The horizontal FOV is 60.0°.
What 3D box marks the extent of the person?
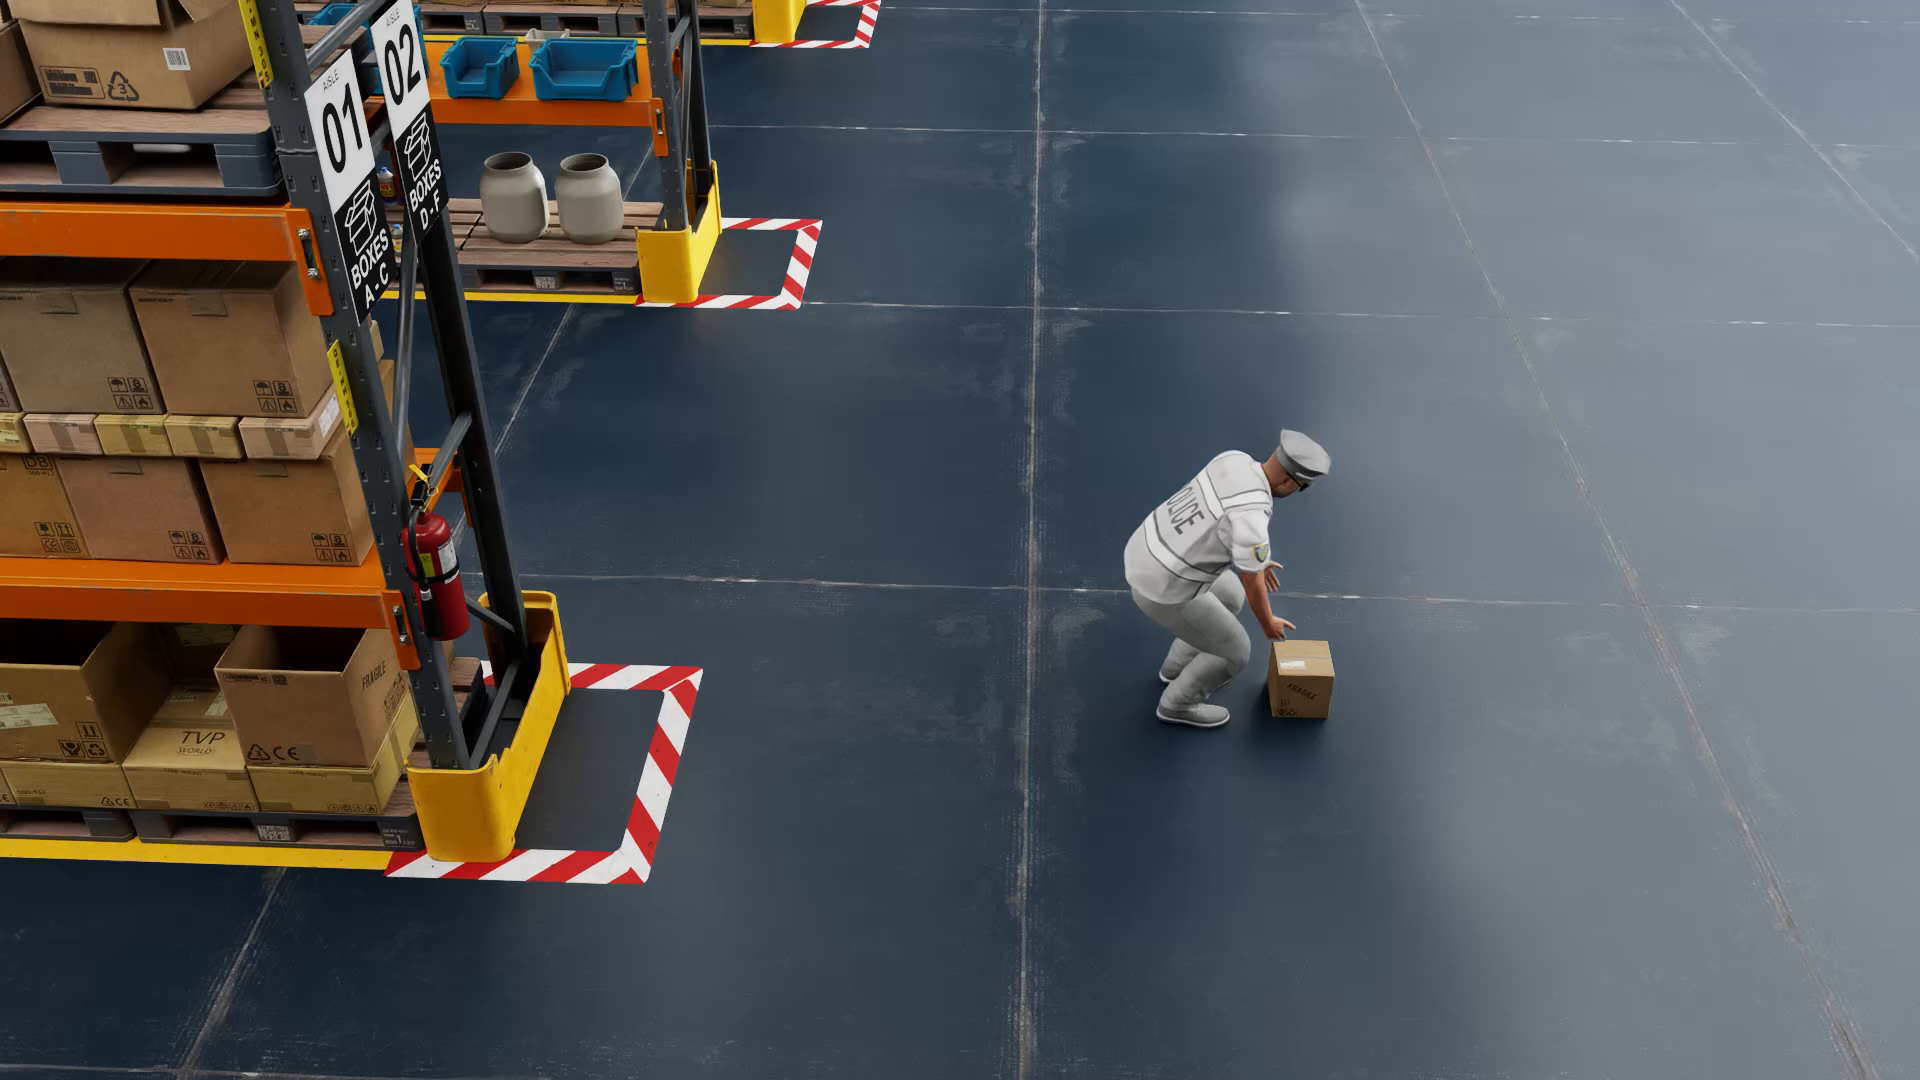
[{"bbox_3d":[1.123,0.144,7.236,0.826,1.381,0.590,1,35,2],"label":"person"}]
